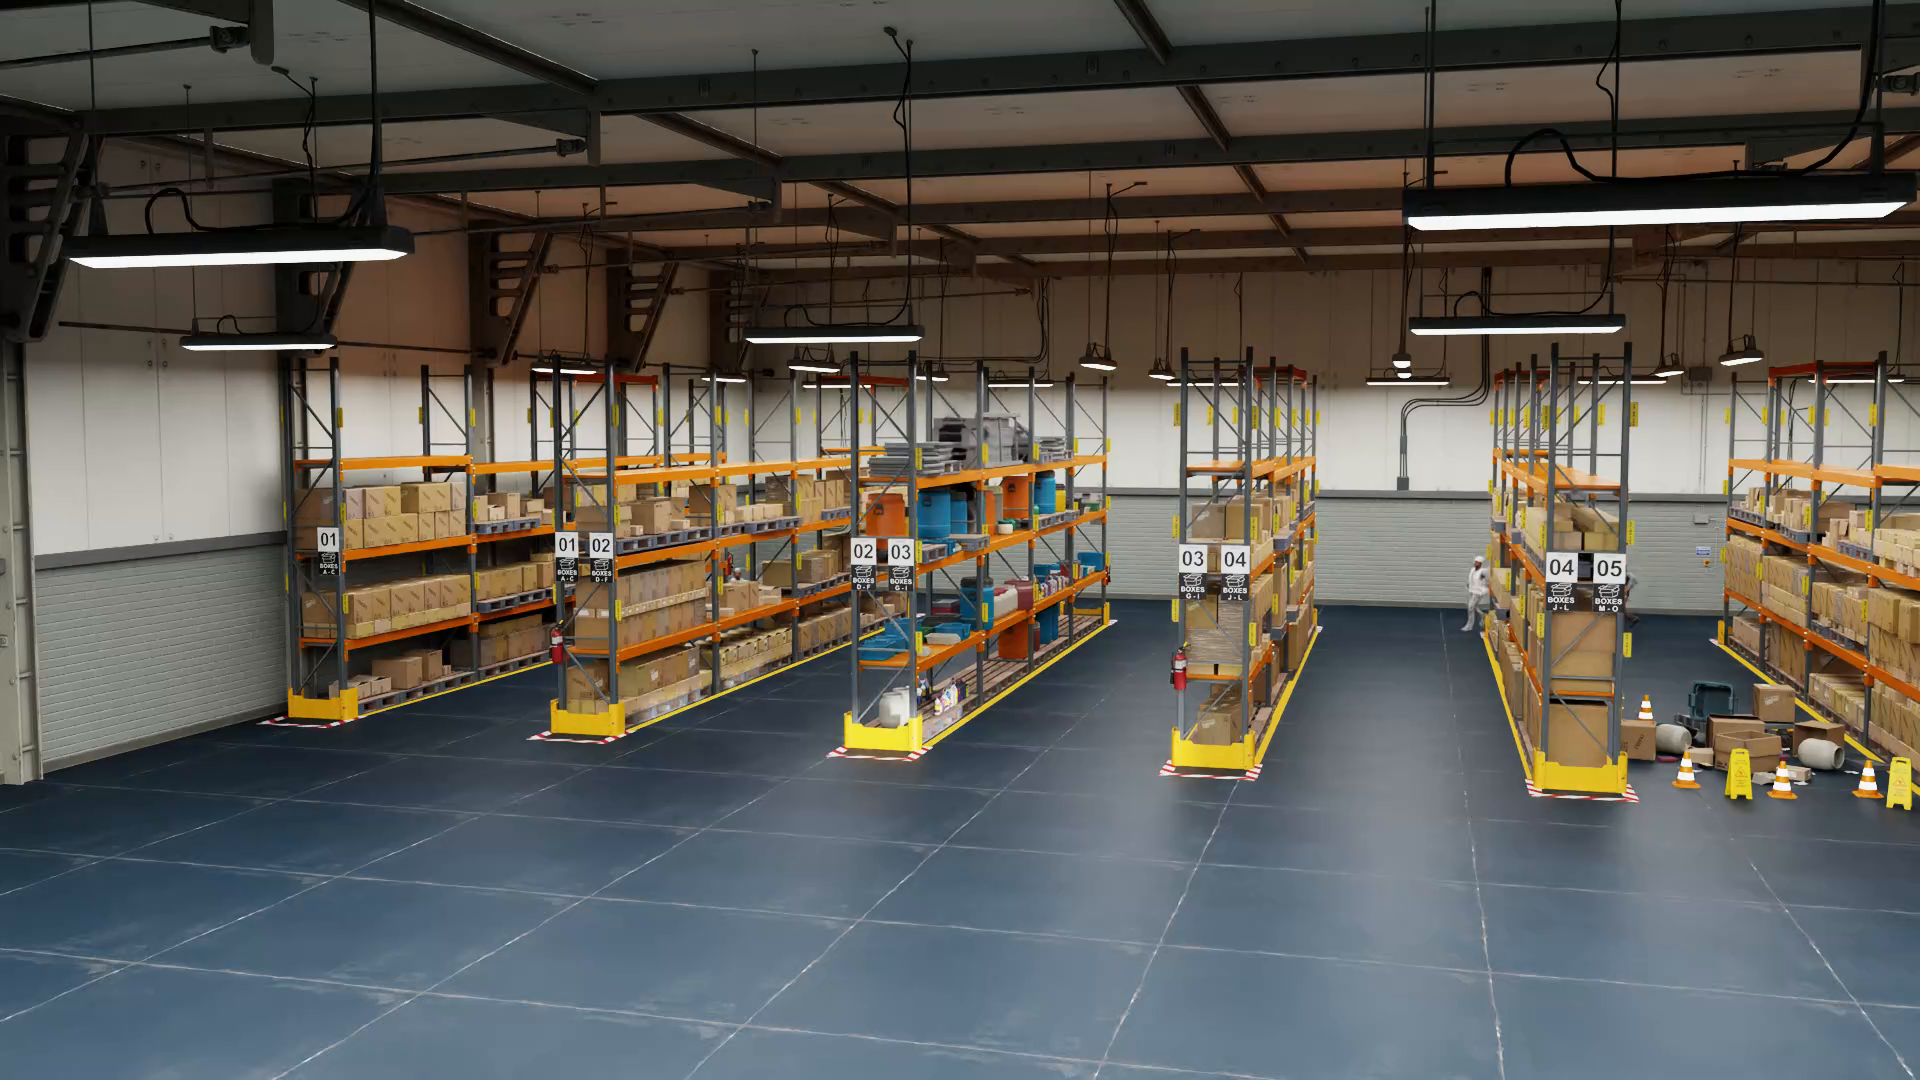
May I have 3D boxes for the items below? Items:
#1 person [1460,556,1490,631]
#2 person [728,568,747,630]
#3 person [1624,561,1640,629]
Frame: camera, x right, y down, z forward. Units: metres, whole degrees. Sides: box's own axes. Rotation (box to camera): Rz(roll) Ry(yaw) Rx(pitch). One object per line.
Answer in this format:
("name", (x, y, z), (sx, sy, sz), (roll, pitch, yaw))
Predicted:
("person", (12.193, 1.259, 39.069), (0.834, 1.767, 0.739), (-2, 4, -20))
("person", (-4.917, 1.471, 36.864), (0.593, 1.724, 0.796), (1, 4, 8))
("person", (15.332, 1.307, 38.549), (0.941, 1.718, 0.661), (0, 4, -1))
